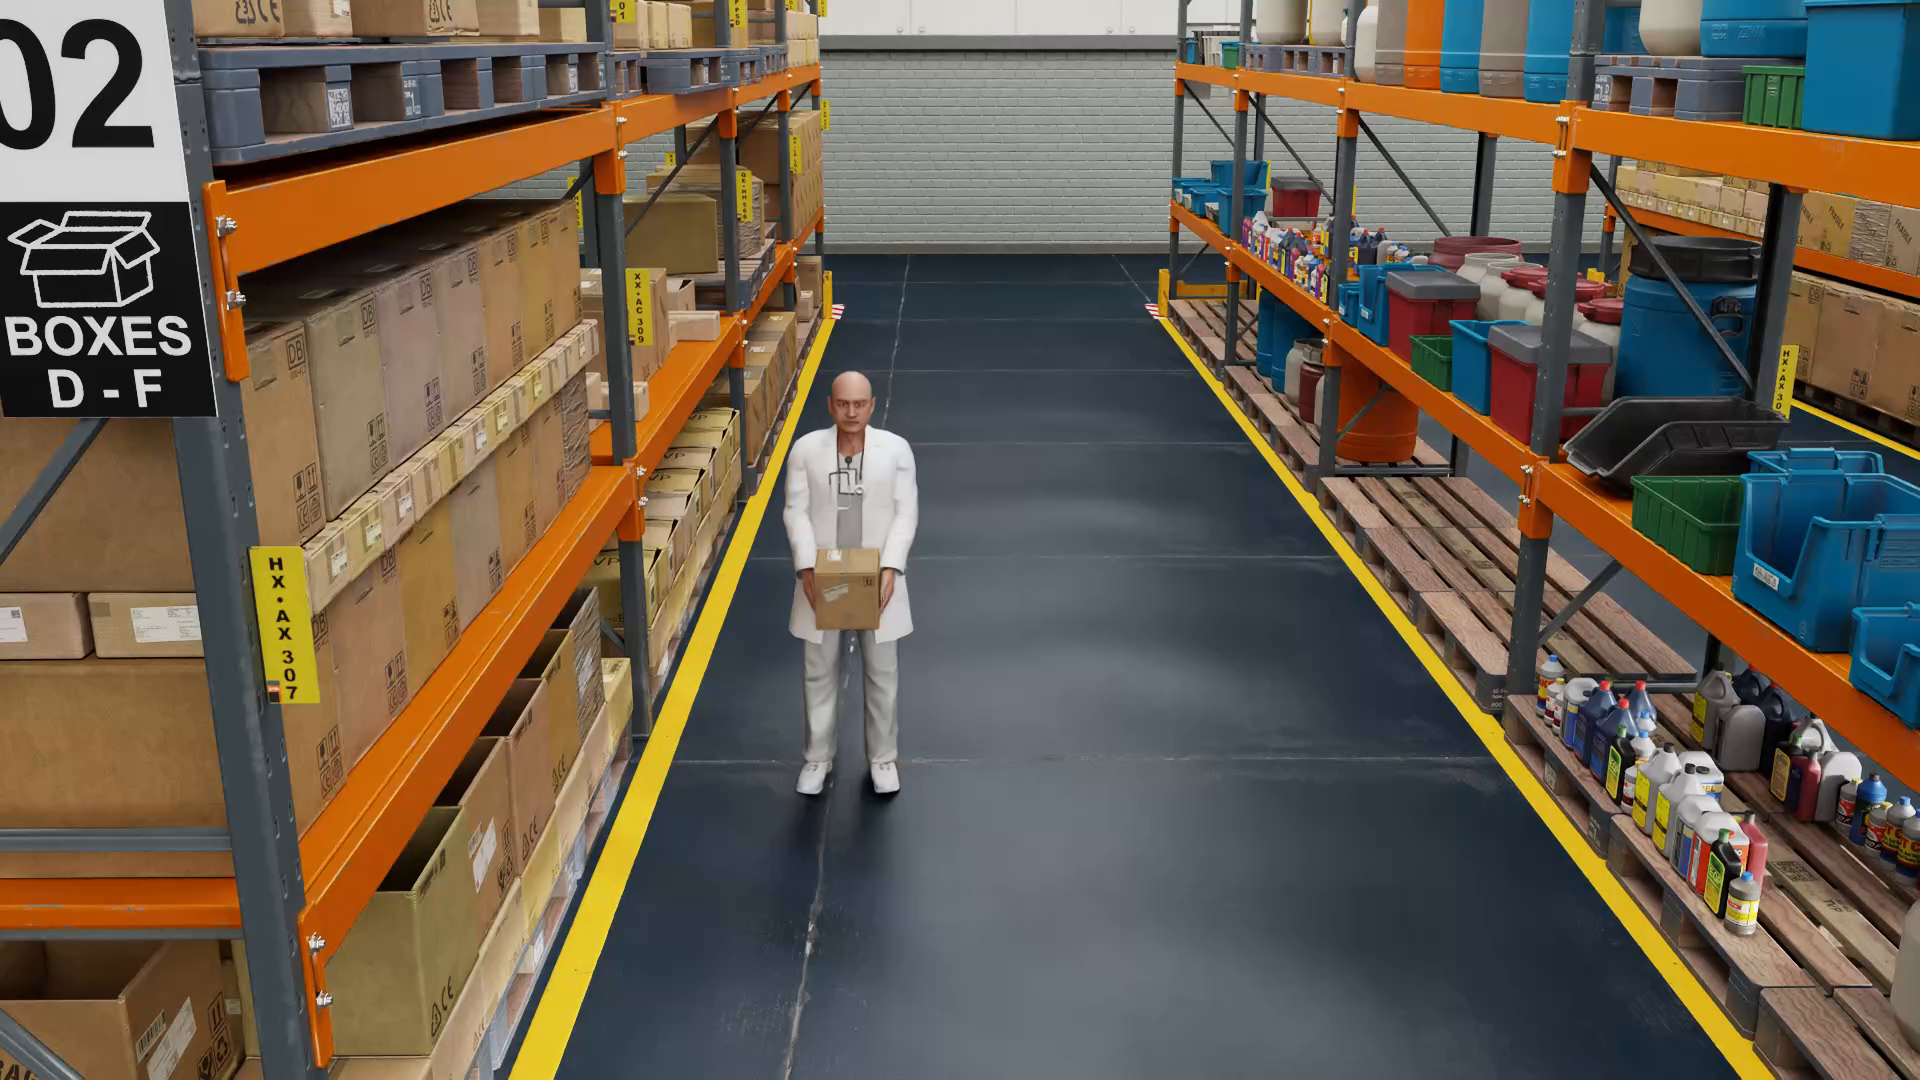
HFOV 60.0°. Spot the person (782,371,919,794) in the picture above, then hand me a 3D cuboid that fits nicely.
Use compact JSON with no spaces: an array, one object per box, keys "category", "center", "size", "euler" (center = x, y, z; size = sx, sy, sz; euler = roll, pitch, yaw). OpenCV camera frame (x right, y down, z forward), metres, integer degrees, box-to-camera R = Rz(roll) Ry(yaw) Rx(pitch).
[{"category":"person","center":[-0.453,0.198,6.901],"size":[0.566,1.782,0.499],"euler":[0,17,-1]}]
